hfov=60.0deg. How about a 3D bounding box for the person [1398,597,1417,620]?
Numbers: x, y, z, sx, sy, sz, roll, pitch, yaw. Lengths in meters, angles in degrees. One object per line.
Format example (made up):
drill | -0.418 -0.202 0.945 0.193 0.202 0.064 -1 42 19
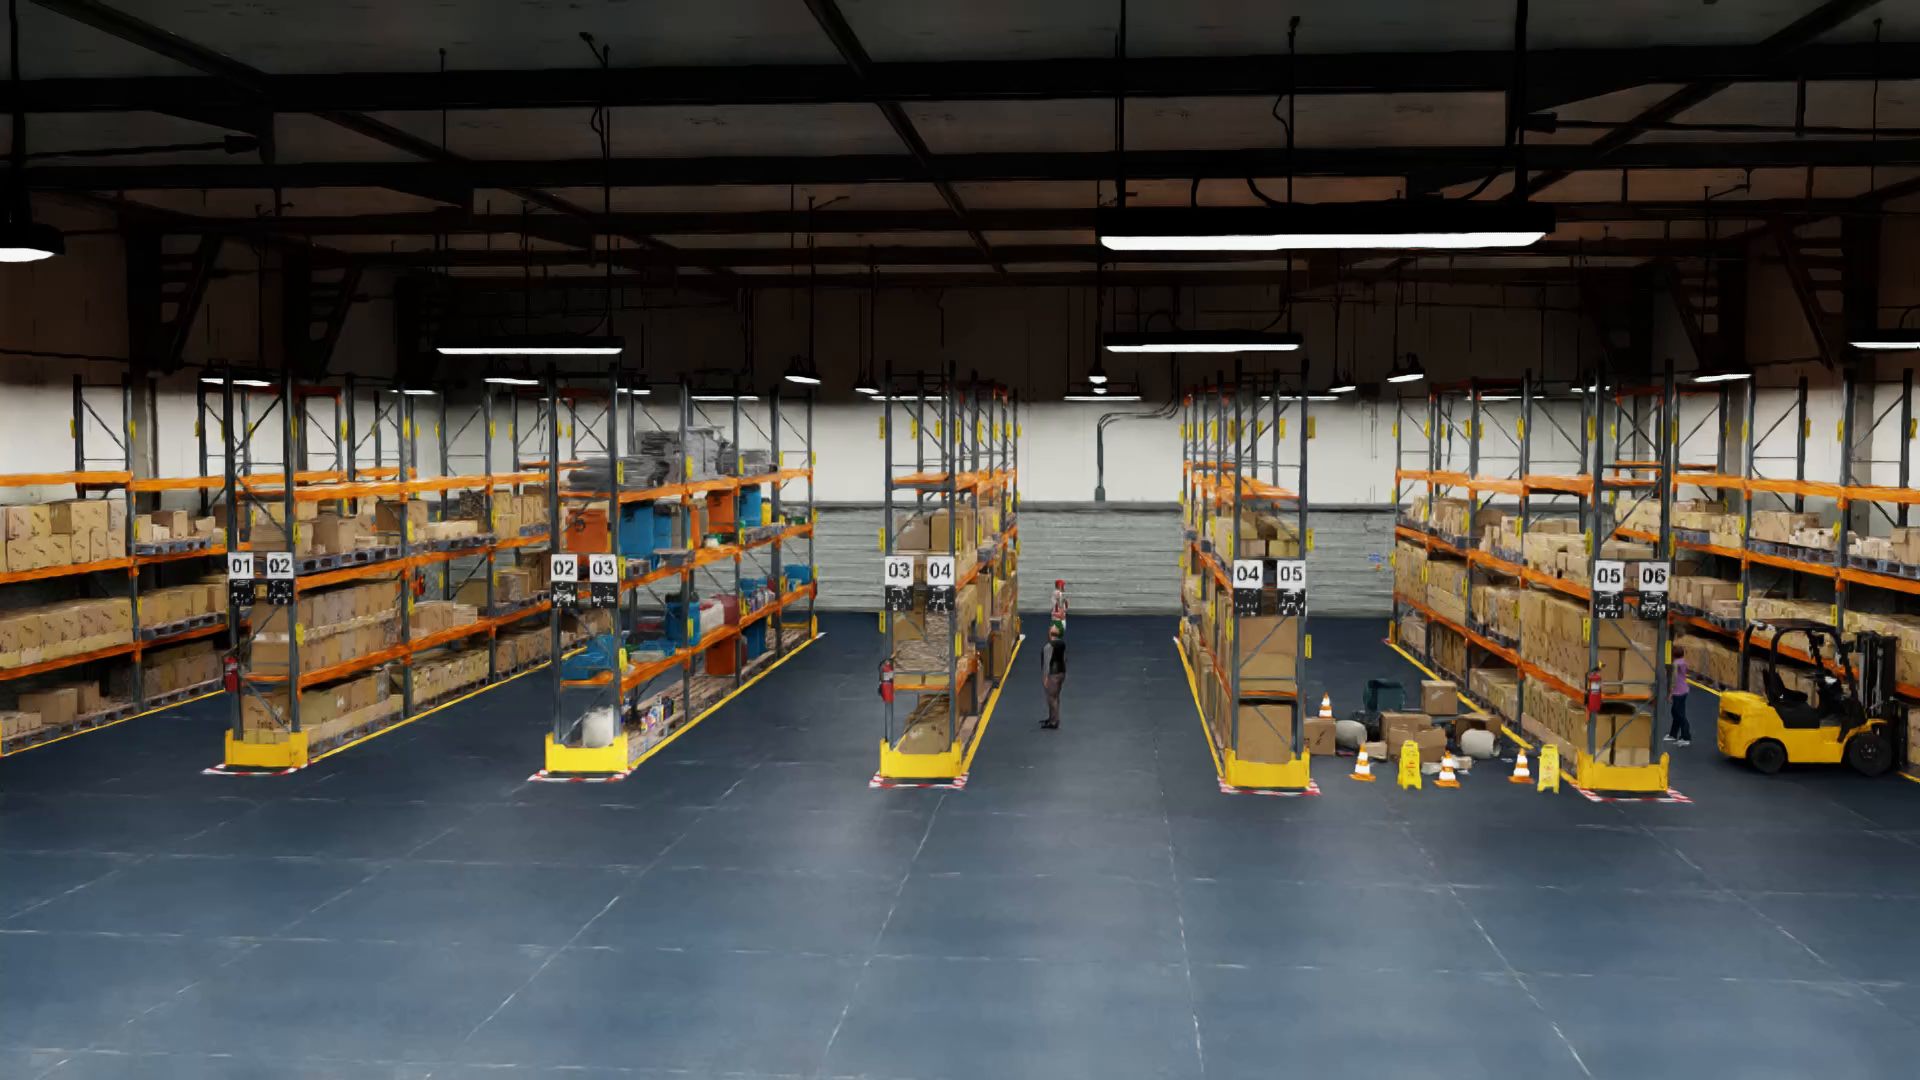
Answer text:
person | 11.687 1.241 43.657 0.455 1.759 0.703 -2 4 -31

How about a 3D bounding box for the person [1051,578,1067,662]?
person | 2.159 1.728 35.932 0.369 1.797 0.631 -1 4 -10

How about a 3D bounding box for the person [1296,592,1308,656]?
person | 7.493 1.672 36.988 0.570 1.768 0.626 2 4 33

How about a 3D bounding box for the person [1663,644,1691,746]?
person | 11.415 2.463 26.513 0.527 1.563 0.512 3 5 37

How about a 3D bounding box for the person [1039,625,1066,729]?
person | 1.525 2.292 27.980 0.499 1.716 0.578 3 5 36
